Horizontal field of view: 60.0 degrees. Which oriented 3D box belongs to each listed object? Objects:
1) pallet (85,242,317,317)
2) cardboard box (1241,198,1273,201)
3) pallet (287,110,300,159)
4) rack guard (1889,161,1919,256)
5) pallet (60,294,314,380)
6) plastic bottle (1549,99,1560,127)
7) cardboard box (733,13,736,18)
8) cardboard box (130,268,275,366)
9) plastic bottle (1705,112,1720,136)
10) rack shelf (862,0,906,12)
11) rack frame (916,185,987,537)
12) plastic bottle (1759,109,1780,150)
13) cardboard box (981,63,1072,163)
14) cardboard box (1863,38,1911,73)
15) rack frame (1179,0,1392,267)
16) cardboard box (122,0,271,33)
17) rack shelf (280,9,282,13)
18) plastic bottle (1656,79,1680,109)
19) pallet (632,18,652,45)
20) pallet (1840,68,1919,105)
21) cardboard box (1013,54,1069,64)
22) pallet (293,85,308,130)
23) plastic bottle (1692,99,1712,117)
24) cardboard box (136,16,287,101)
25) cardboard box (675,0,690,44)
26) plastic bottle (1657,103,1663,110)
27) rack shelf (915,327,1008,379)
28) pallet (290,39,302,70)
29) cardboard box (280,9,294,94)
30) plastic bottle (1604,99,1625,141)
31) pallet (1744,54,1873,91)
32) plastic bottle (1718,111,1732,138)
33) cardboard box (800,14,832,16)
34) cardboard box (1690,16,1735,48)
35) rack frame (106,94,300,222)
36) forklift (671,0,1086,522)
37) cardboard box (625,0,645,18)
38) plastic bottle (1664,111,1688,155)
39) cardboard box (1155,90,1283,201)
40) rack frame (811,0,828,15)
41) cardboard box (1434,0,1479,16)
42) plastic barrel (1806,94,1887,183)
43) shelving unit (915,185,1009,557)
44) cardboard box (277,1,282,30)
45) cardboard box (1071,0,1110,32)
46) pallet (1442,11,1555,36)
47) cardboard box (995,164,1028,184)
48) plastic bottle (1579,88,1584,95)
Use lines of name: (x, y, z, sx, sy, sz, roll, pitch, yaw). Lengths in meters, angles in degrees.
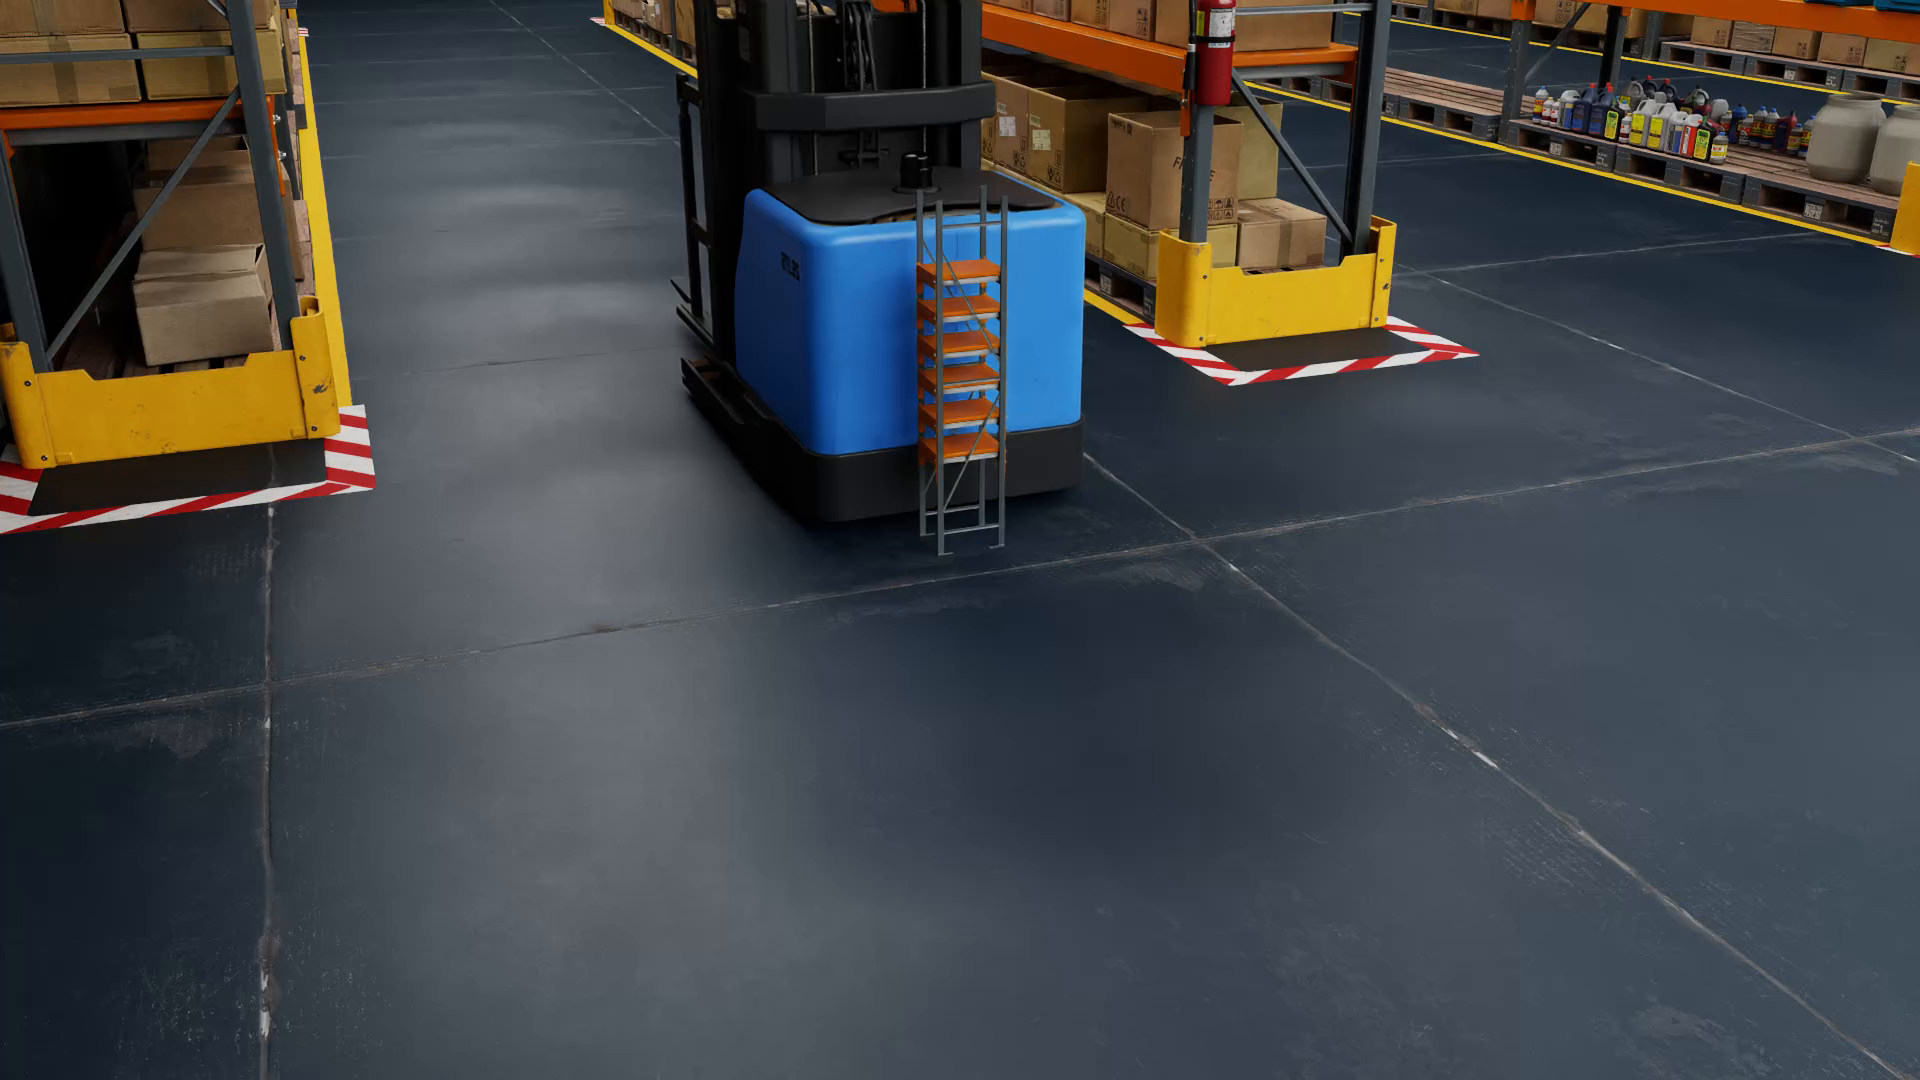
pallet: (-3.805, -1.247, 8.437, 1.003, 0.211, 1.213, -8, 24, -19)
cardboard box: (1.375, -1.776, 9.101, 0.500, 0.250, 0.500, -8, 24, -19)
pallet: (-5.648, -3.100, 12.832, 1.003, 0.211, 1.213, -8, 24, -19)
rack guard: (6.101, -1.991, 9.829, 1.175, 0.500, 0.348, -8, 24, -19)
pallet: (-3.378, -0.805, 7.387, 1.003, 0.211, 1.213, -8, 24, -19)
plastic bottle: (4.533, -3.238, 12.607, 0.097, 0.201, 0.097, 0, 23, 0)
cardboard box: (-1.840, -4.708, 15.711, 0.500, 0.500, 0.500, -7, 24, -17)
cardboard box: (-3.257, -0.989, 7.131, 0.500, 0.311, 0.500, -11, 25, -25)
plastic bottle: (5.148, -2.790, 11.437, 0.061, 0.283, 0.133, -8, 24, -19)
rack shelf: (-0.584, -4.292, 12.996, 1.077, 0.370, 4.000, -8, 24, -19)
rack frame: (-0.027, -0.581, 5.583, 0.240, 1.200, 0.006, -8, 24, -19)
plastic bottle: (5.701, -2.893, 11.698, 0.097, 0.271, 0.097, 0, 23, 0)
cardboard box: (0.347, -2.594, 10.076, 0.500, 0.500, 0.500, -8, 24, -19)
cardboard box: (9.044, -4.707, 15.708, 0.700, 0.500, 0.500, -8, 24, -19)
rack frame: (1.536, -2.443, 7.684, 1.000, 3.000, 0.127, -8, 24, -19)
cardboard box: (-2.984, -2.262, 6.457, 0.500, 0.500, 0.500, -8, 24, -19)
rack shelf: (-5.216, -3.611, 11.381, 1.077, 0.370, 4.000, -8, 24, -19)
plastic bottle: (5.323, -3.293, 12.544, 0.144, 0.351, 0.185, -10, 25, -22)
pallet: (-3.380, -6.212, 20.217, 1.003, 0.211, 1.213, -8, 24, -19)
pallet: (9.116, -4.252, 15.566, 1.003, 0.211, 1.213, -8, 24, -19)
cardboard box: (0.657, -2.847, 10.676, 0.500, 0.500, 0.500, -8, 24, -19)
pallet: (-6.131, -3.681, 14.211, 1.003, 0.211, 1.213, -8, 24, -19)
plastic bottle: (5.392, -3.070, 12.102, 0.061, 0.283, 0.133, -8, 24, -19)
cardboard box: (-2.972, -1.923, 6.618, 0.500, 0.250, 0.500, -9, 25, -21)
cardboard box: (-2.760, -5.645, 17.933, 0.500, 0.500, 0.500, -9, 25, -21)
plastic bottle: (5.002, -2.978, 11.895, 0.152, 0.276, 0.135, -8, 24, -19)
rack shelf: (0.005, -0.617, 5.475, 0.258, 0.103, 0.180, -8, 24, -19)
pallet: (-7.532, -5.124, 17.636, 1.003, 0.211, 1.213, -8, 24, -19)
cardboard box: (-6.060, -4.157, 13.978, 0.750, 0.750, 0.750, -9, 24, -20)
plastic bottle: (4.741, -3.041, 12.034, 0.061, 0.283, 0.133, -7, 24, -17)
pallet: (8.681, -4.696, 16.620, 1.003, 0.211, 1.213, -8, 24, -19)
plastic bottle: (5.558, -3.008, 12.060, 0.097, 0.201, 0.097, 0, 23, 0)
cardboard box: (-1.183, -4.605, 15.466, 0.500, 0.500, 0.500, -7, 24, -17)
cardboard box: (8.234, -5.518, 17.631, 0.700, 0.500, 0.500, -10, 25, -22)
rack frame: (-4.510, -3.215, 9.517, 1.000, 3.000, 0.127, -8, 24, -19)
forklift: (-0.564, -1.955, 6.615, 1.130, 2.935, 3.031, -9, 24, -20)
cardboard box: (-3.836, -6.592, 20.503, 0.500, 0.250, 0.500, -8, 24, -19)
plastic bottle: (5.000, -2.822, 11.523, 0.152, 0.276, 0.135, -9, 24, -20)
cardboard box: (1.376, -2.122, 8.956, 0.500, 0.500, 0.500, -8, 24, -19)
rack frame: (-1.290, -5.350, 14.581, 1.000, 3.000, 0.127, -8, 24, -19)
cardboard box: (6.811, -7.146, 21.037, 1.225, 0.875, 0.875, -8, 24, -19)
plastic barrel: (5.690, -2.579, 10.670, 0.421, 0.512, 0.421, 0, 23, 0)
shelving unit: (0.005, -0.548, 5.504, 0.258, 1.200, 0.189, -8, 24, -19)
cardboard box: (-3.699, -2.662, 8.371, 0.500, 0.250, 0.500, -8, 24, -19)
cardboard box: (1.023, -3.032, 8.952, 0.700, 0.500, 0.500, -8, 24, -19)
pallet: (6.909, -6.606, 21.152, 1.003, 0.211, 1.213, -8, 24, -19)
cardboard box: (0.529, -2.067, 9.792, 0.500, 0.250, 0.500, -8, 24, -19)
plastic bottle: (4.700, -3.251, 12.532, 0.061, 0.283, 0.133, -8, 24, -19)
